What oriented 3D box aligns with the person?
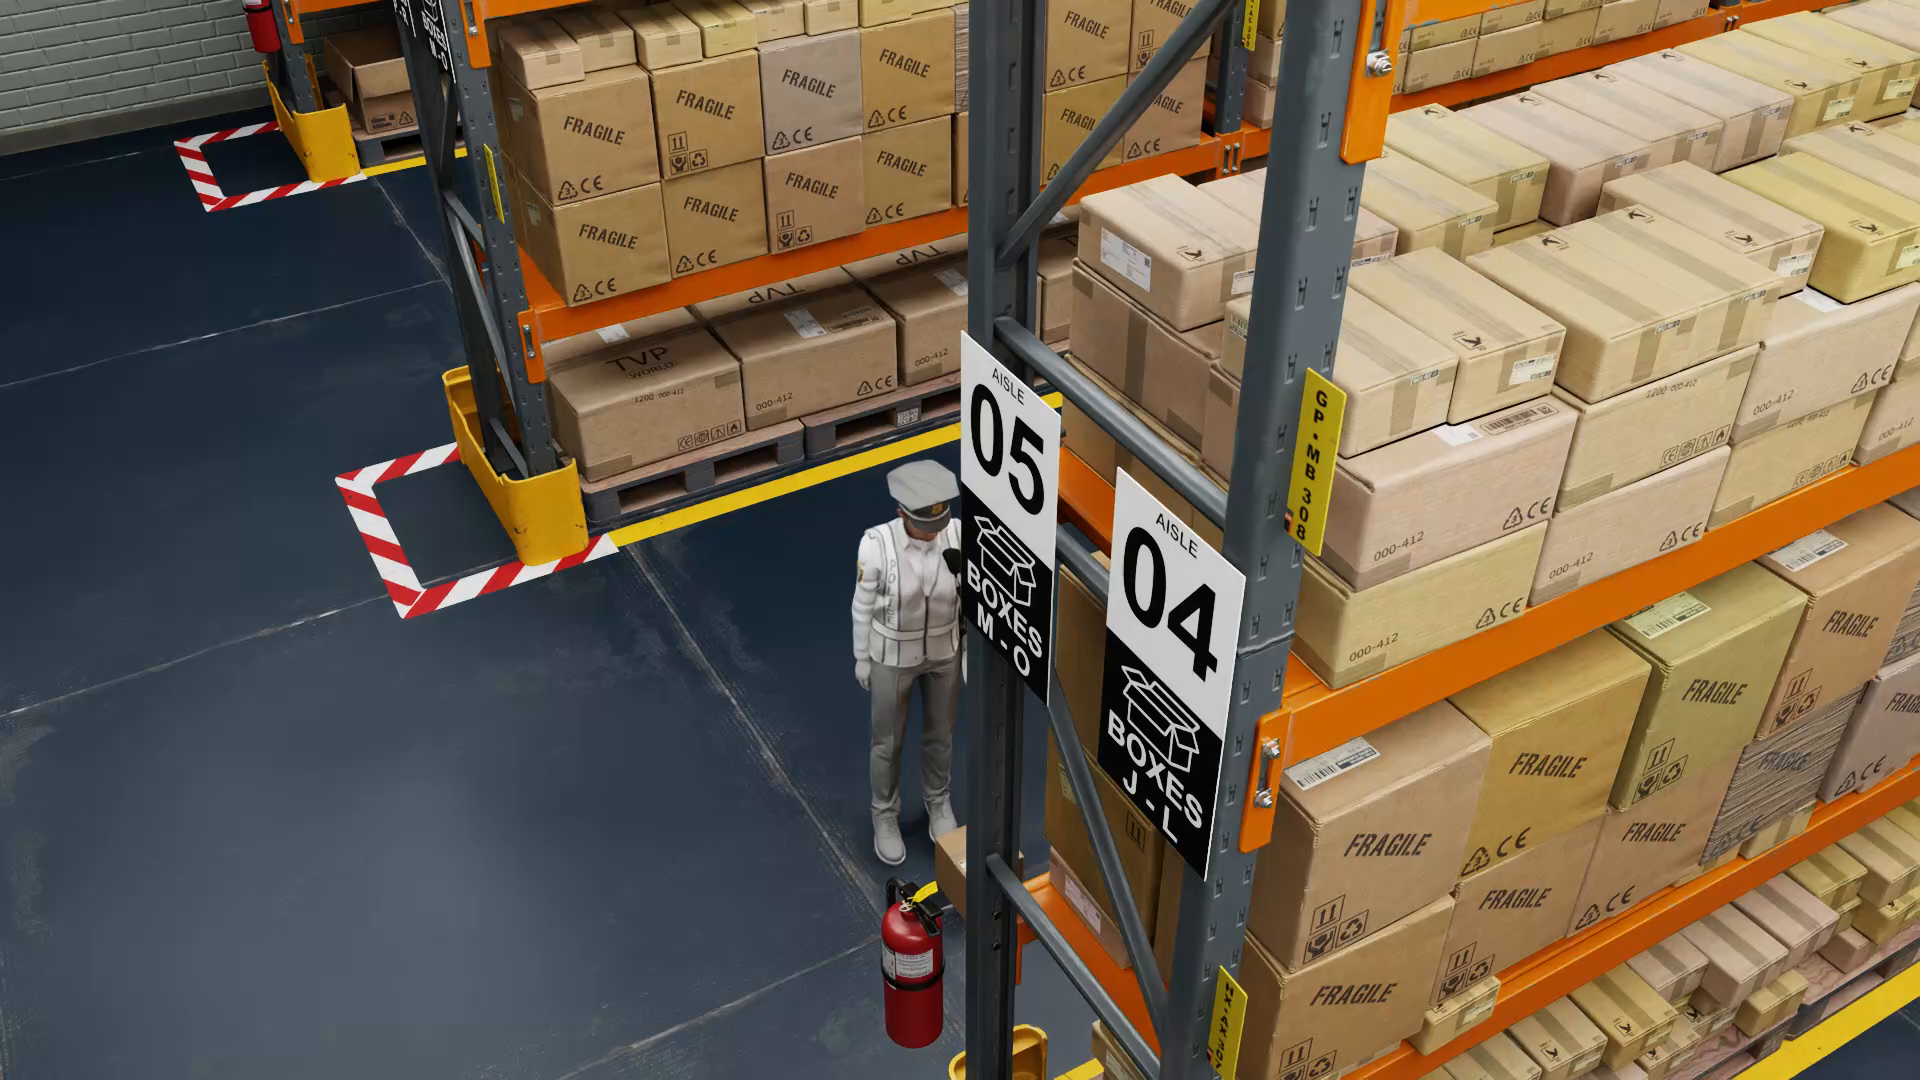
[{"bbox_3d":[-0.139,0.466,6.279,0.500,1.680,0.418,-12,39,-15],"label":"person"}]
